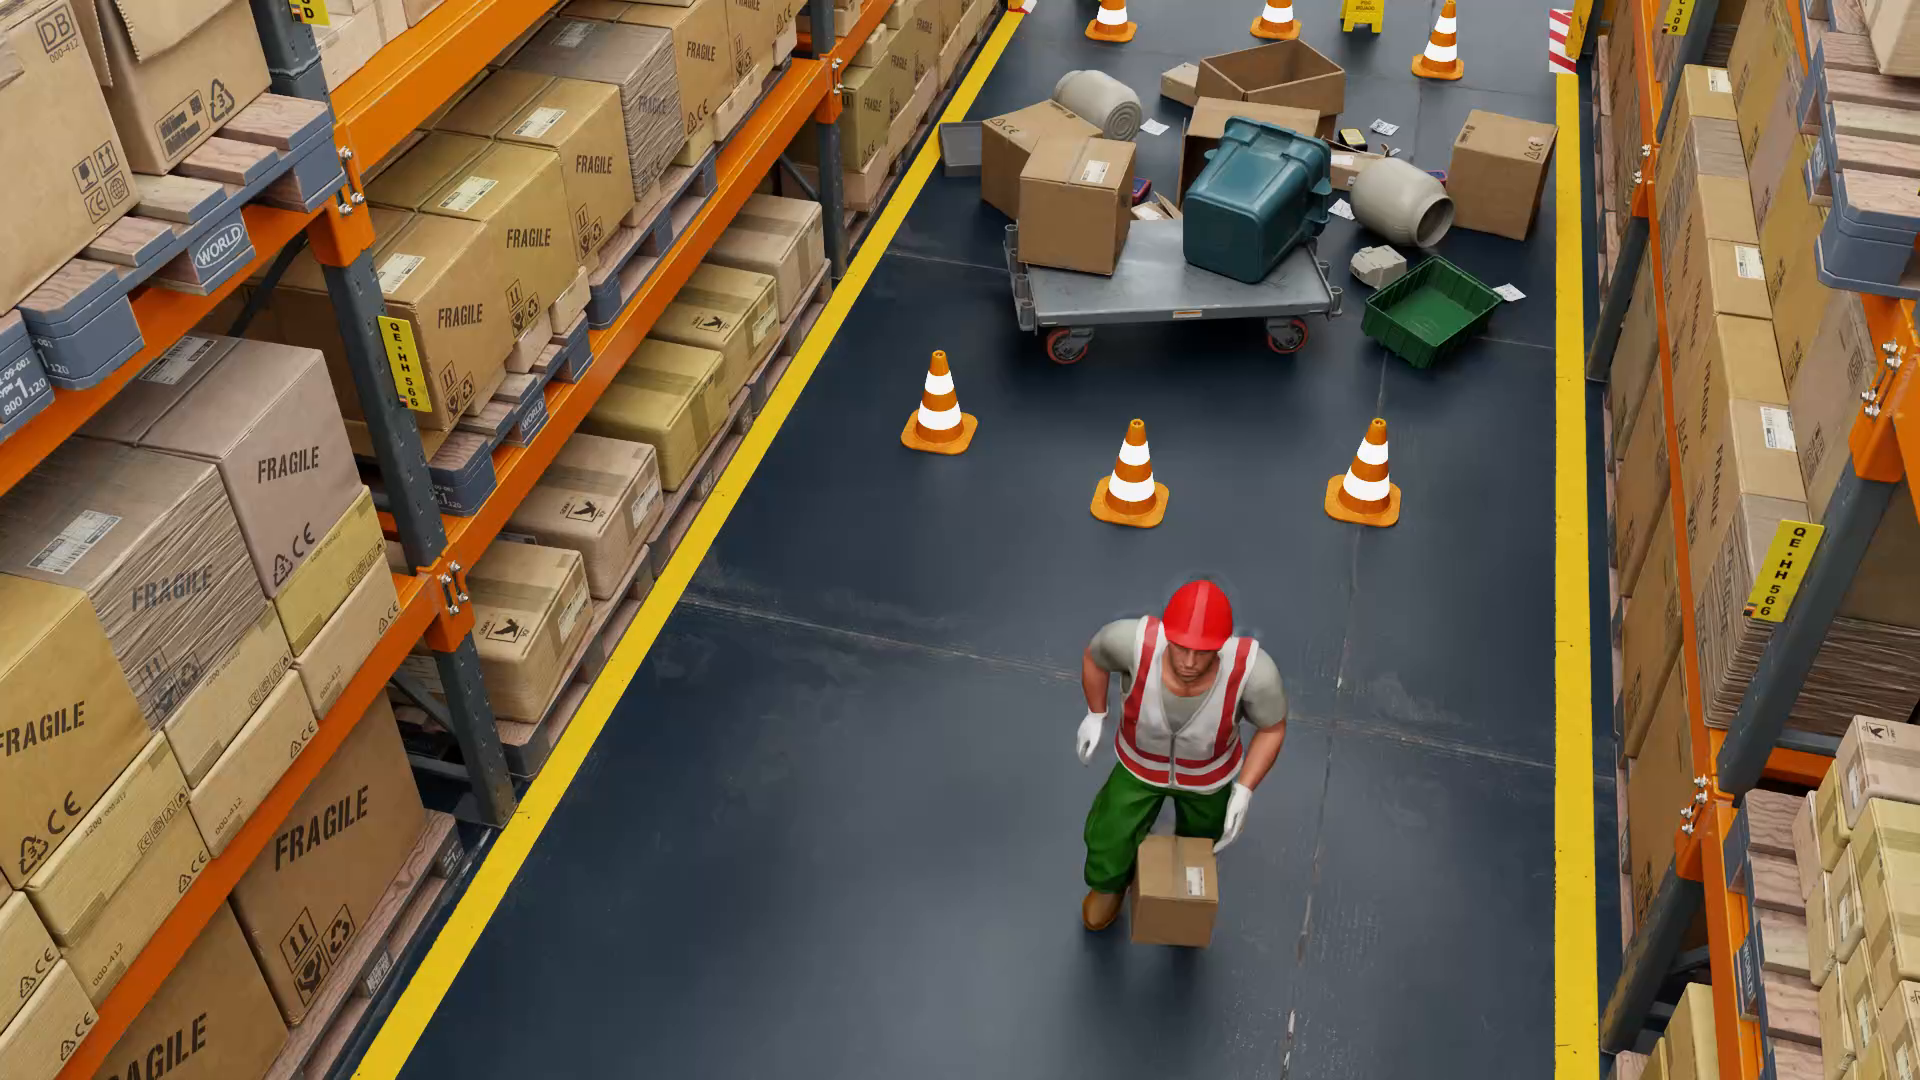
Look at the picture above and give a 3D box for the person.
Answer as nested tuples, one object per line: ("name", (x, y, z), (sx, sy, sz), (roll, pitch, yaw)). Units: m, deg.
("person", (0.682, 0.823, 5.399), (0.645, 1.507, 0.683), (7, 41, 8))
